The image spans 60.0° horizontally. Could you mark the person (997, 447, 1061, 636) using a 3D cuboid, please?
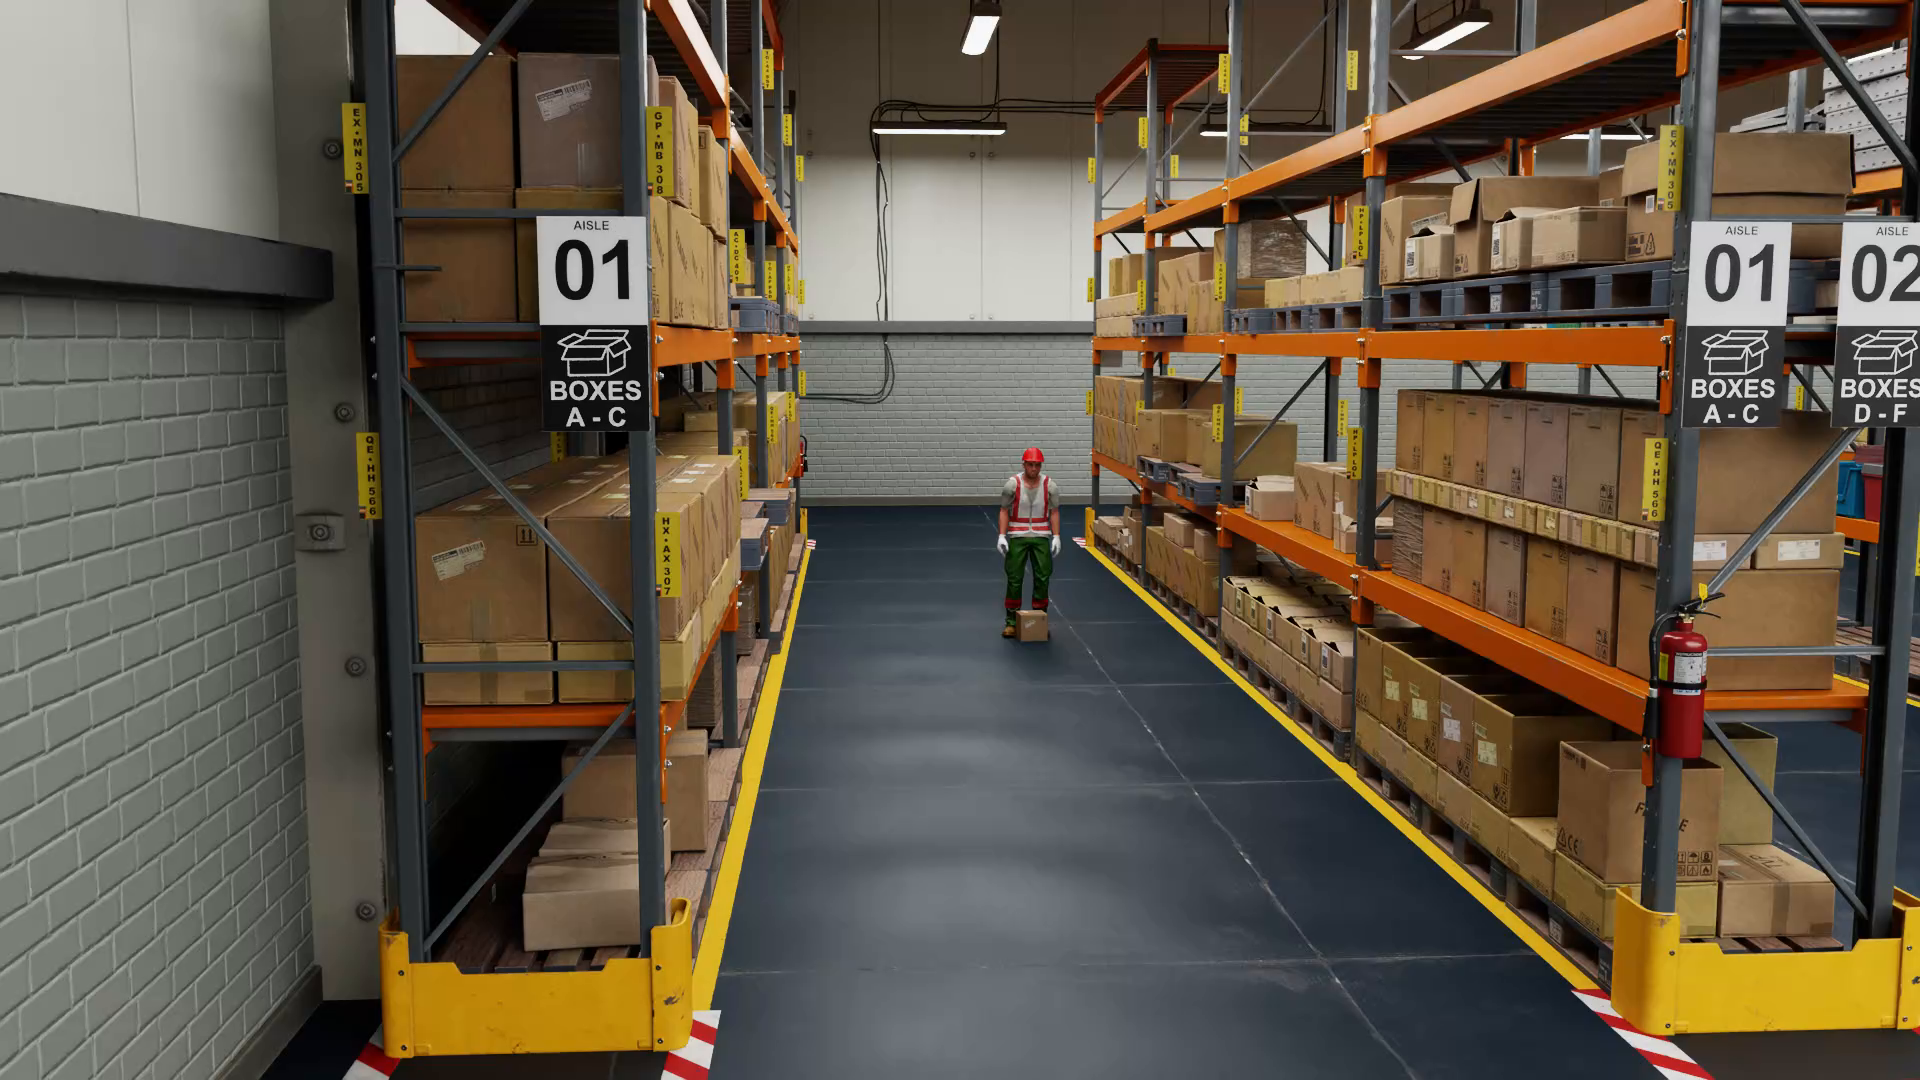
[{"bbox_3d":[0.648,0.012,15.581,0.604,1.778,0.453,0,7,-4],"label":"person"}]
